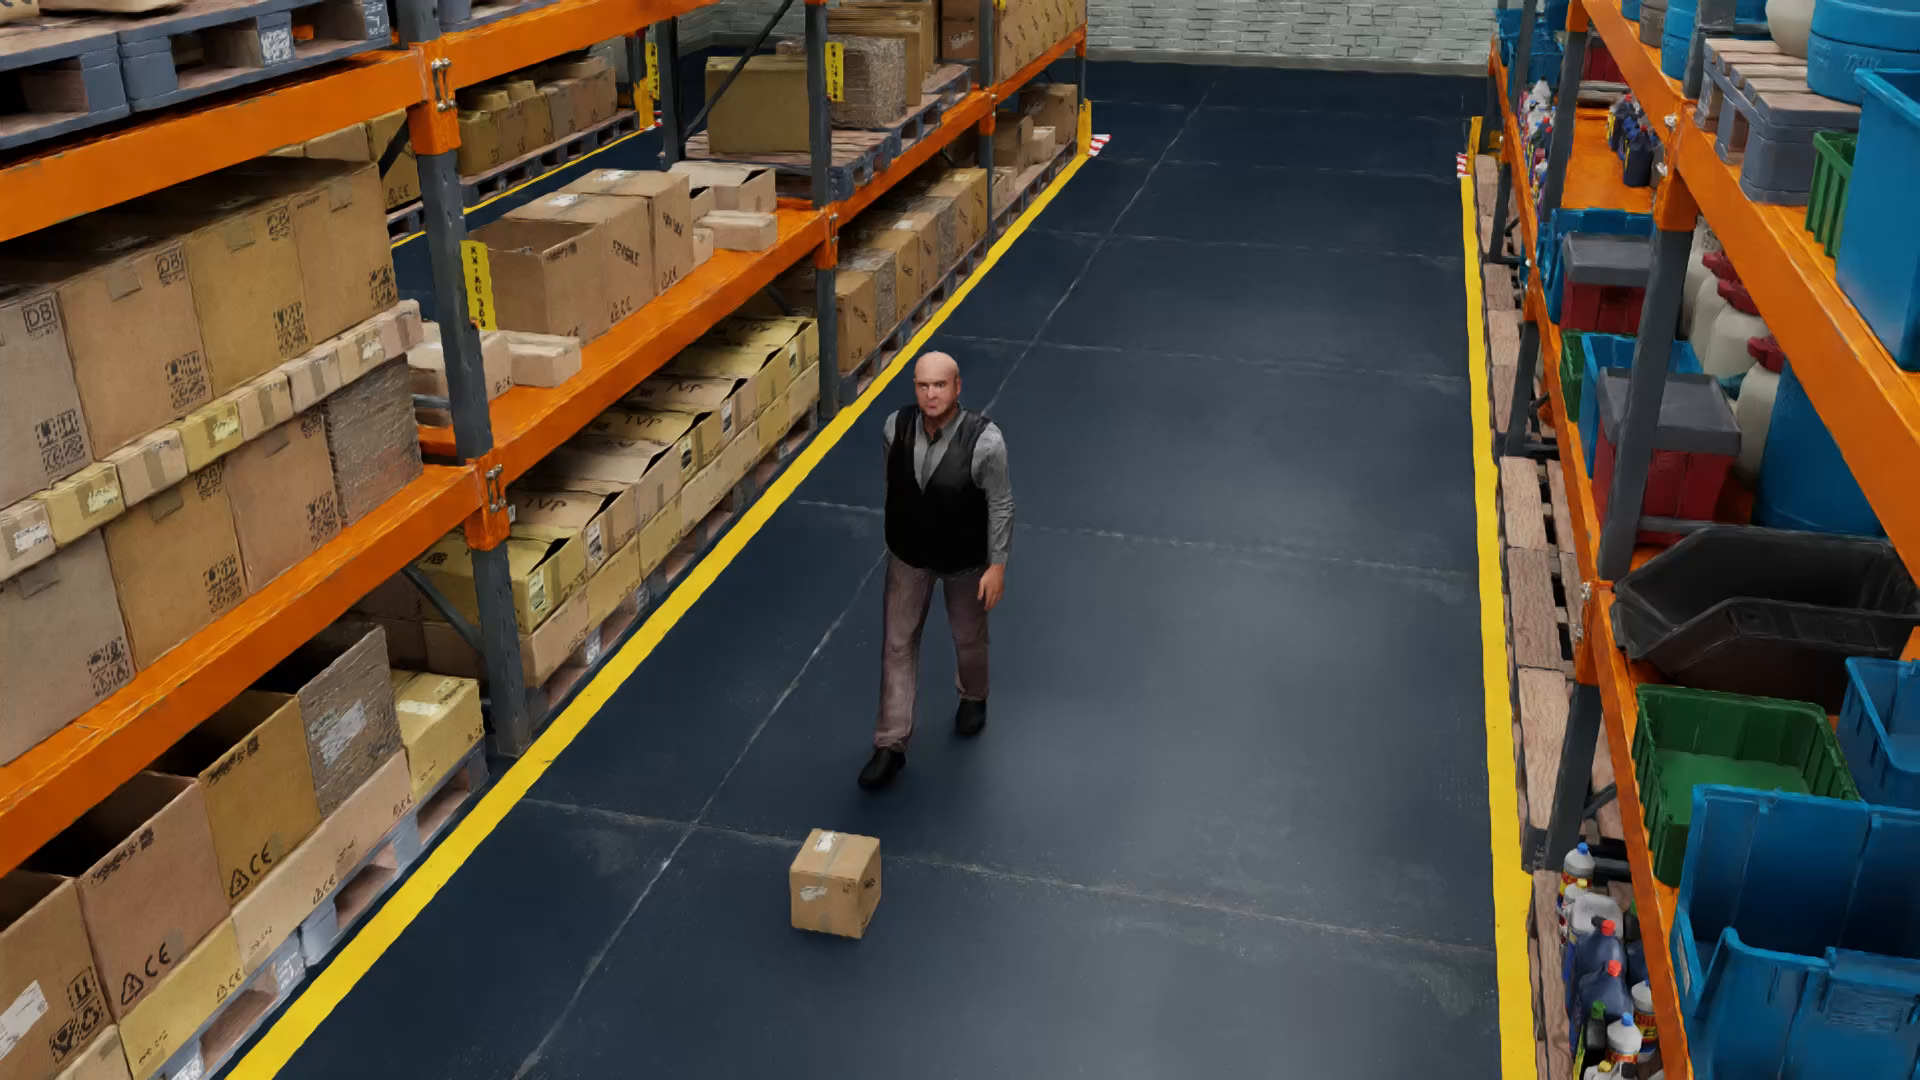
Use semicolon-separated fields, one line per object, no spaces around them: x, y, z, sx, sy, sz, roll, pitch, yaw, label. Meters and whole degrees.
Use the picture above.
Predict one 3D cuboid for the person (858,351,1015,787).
-0.075;0.090;6.428;0.563;1.685;0.868;7;26;15;person
